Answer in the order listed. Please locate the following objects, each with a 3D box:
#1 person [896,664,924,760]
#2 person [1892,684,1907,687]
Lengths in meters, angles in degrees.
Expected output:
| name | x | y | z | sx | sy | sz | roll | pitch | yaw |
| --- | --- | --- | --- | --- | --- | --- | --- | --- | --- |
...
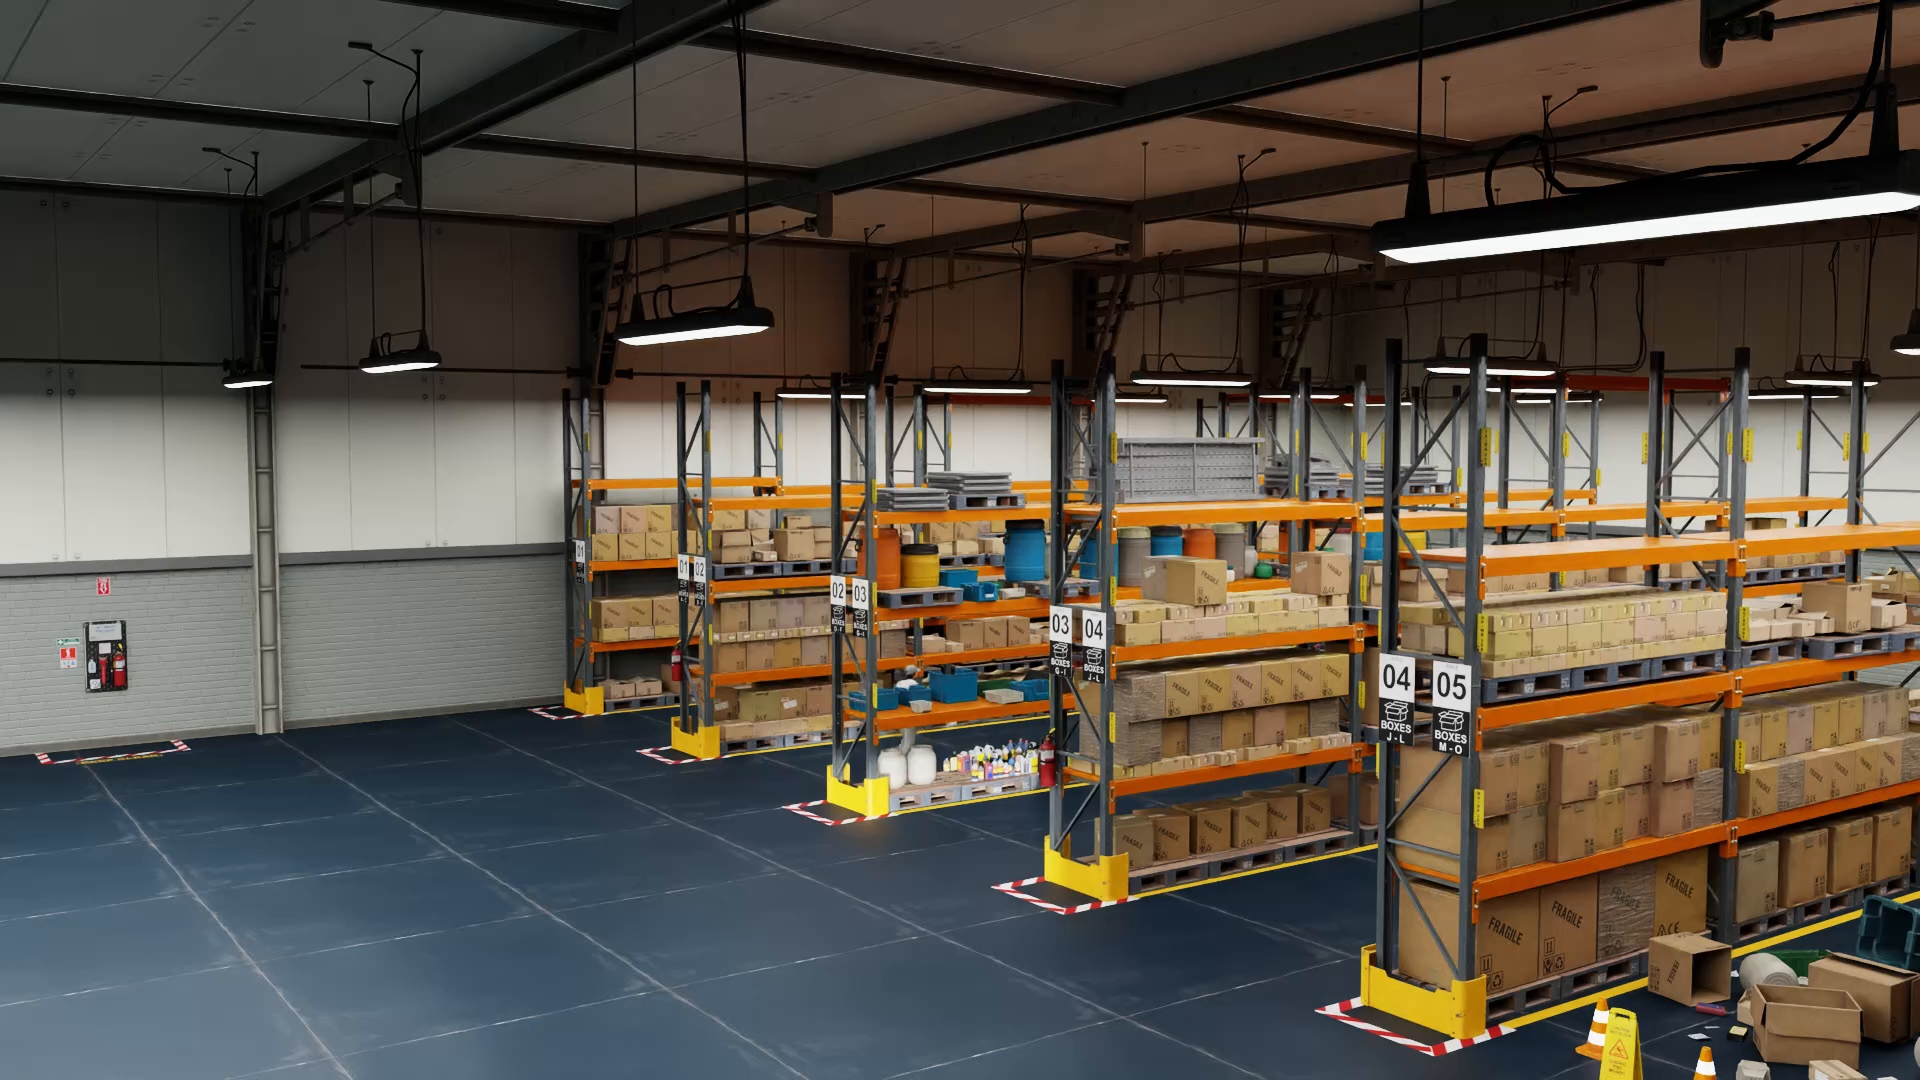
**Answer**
| name | x | y | z | sx | sy | sz | roll | pitch | yaw |
| --- | --- | --- | --- | --- | --- | --- | --- | --- | --- |
| person | -0.791 | 2.722 | 25.190 | 0.479 | 1.689 | 0.554 | -3 | 5 | -44 |
| person | 12.635 | 2.860 | 22.458 | 0.576 | 1.805 | 0.401 | 2 | 4 | 31 |
